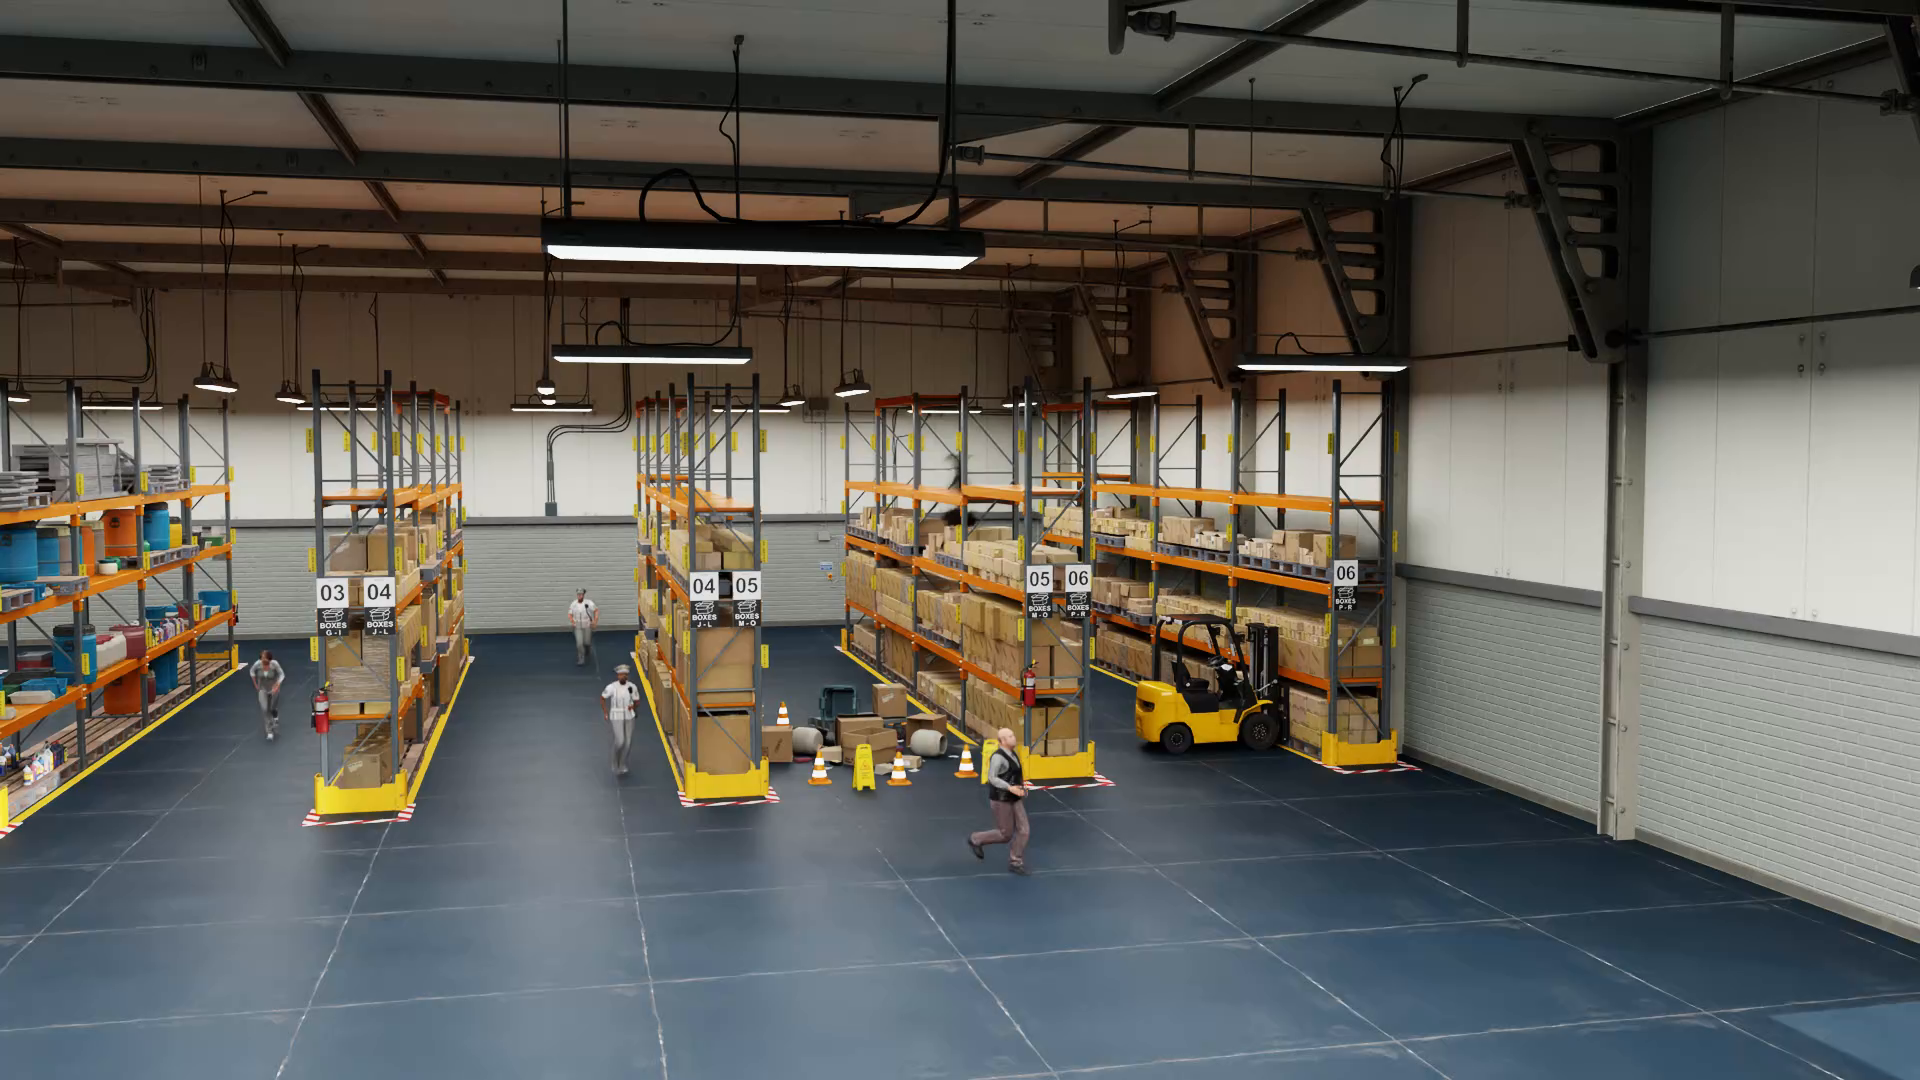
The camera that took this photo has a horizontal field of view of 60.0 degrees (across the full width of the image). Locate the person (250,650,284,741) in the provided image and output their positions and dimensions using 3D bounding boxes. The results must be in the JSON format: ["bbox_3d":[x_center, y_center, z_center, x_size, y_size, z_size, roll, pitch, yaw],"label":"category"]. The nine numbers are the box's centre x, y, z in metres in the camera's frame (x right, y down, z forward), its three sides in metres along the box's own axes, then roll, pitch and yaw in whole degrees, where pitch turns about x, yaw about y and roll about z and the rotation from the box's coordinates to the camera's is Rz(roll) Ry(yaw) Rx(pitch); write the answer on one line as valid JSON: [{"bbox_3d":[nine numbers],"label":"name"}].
[{"bbox_3d":[-11.827,2.616,28.460,0.556,1.548,0.890,-1,3,-11],"label":"person"}]

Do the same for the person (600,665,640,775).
[{"bbox_3d":[-5.089,2.709,25.057,0.552,1.675,0.653,-2,4,-26],"label":"person"}]

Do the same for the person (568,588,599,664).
[{"bbox_3d":[-8.579,1.953,37.835,0.678,1.750,0.673,0,3,-2],"label":"person"}]

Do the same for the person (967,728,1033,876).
[{"bbox_3d":[0.489,3.052,19.444,0.799,1.719,0.671,2,4,26],"label":"person"}]
